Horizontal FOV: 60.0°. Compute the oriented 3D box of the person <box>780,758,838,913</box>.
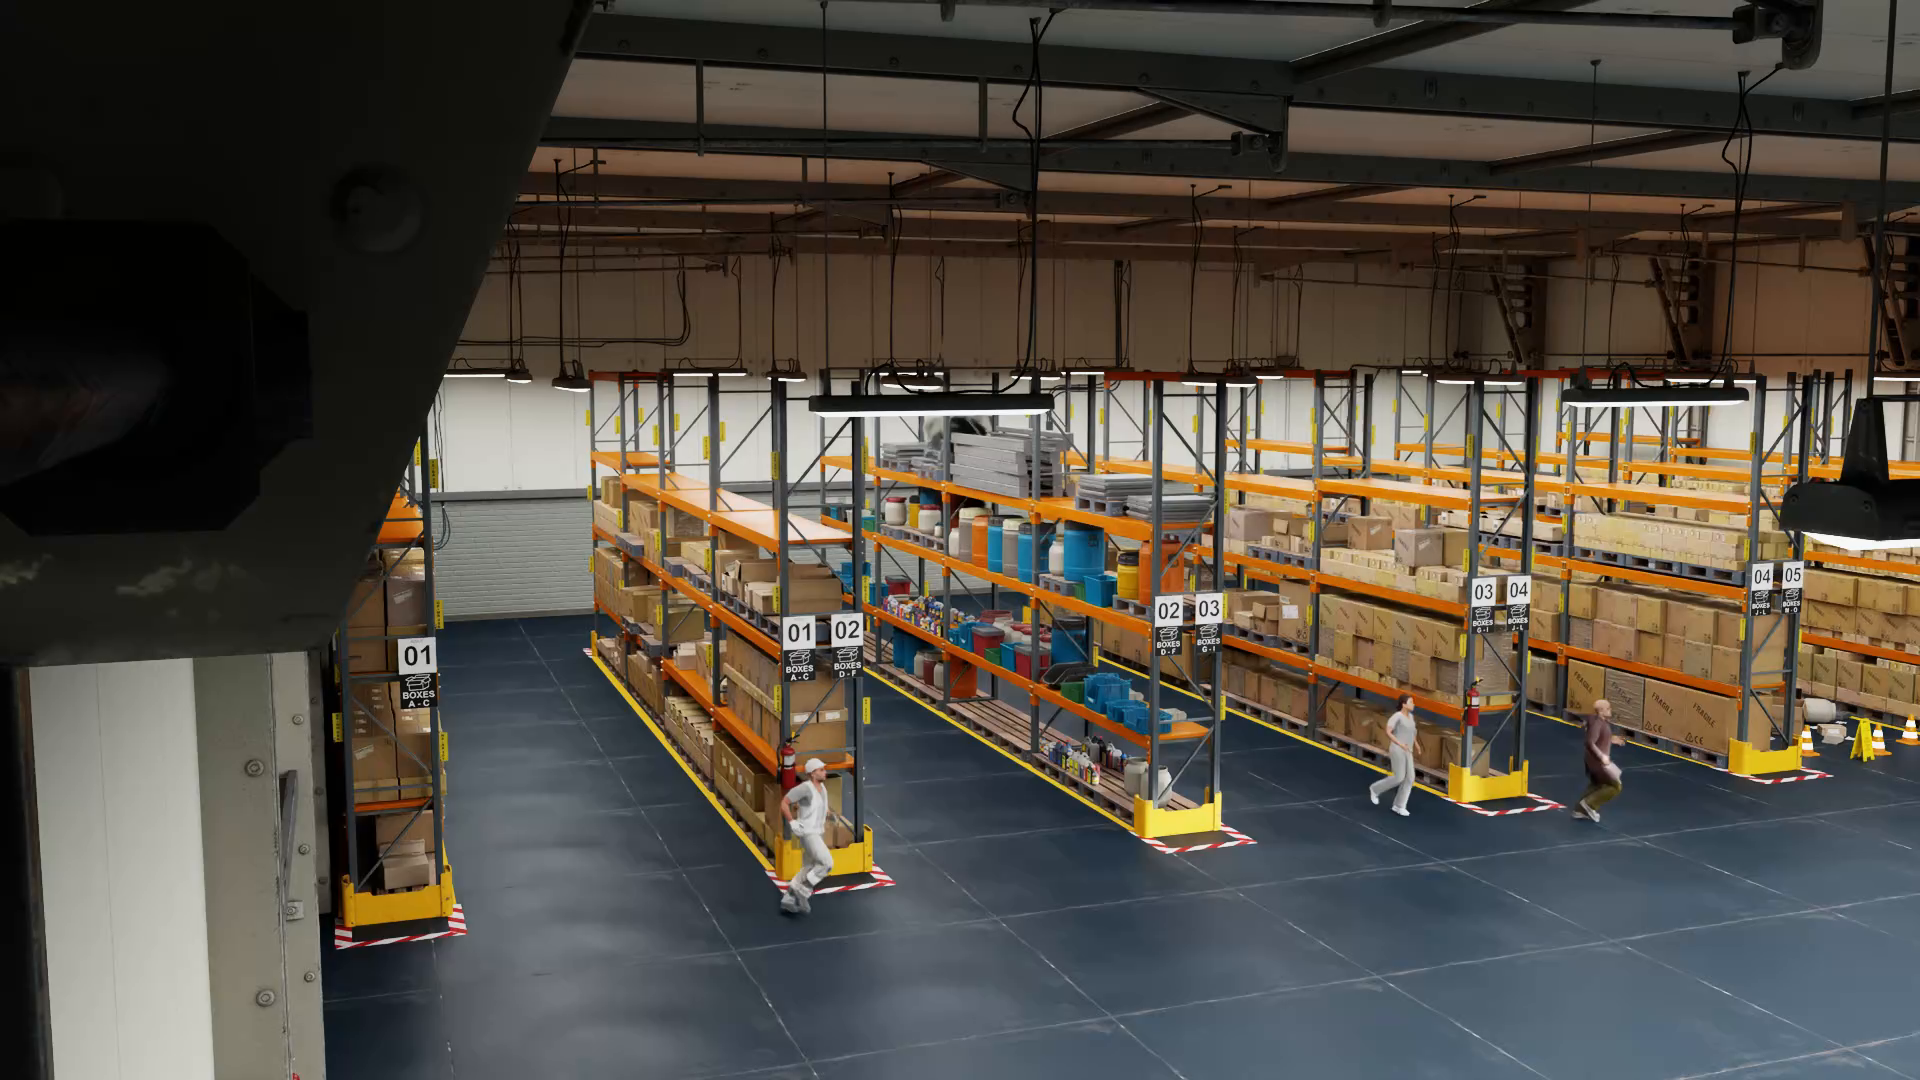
[{"bbox_3d":[-1.680,3.345,18.942,0.637,1.716,0.666,2,7,17],"label":"person"}]

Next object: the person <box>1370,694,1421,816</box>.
[{"bbox_3d":[6.133,2.947,23.170,0.633,1.641,0.683,-5,8,-40],"label":"person"}]

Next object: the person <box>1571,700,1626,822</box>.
[{"bbox_3d":[8.652,2.984,22.384,0.642,1.715,0.717,1,6,6],"label":"person"}]
